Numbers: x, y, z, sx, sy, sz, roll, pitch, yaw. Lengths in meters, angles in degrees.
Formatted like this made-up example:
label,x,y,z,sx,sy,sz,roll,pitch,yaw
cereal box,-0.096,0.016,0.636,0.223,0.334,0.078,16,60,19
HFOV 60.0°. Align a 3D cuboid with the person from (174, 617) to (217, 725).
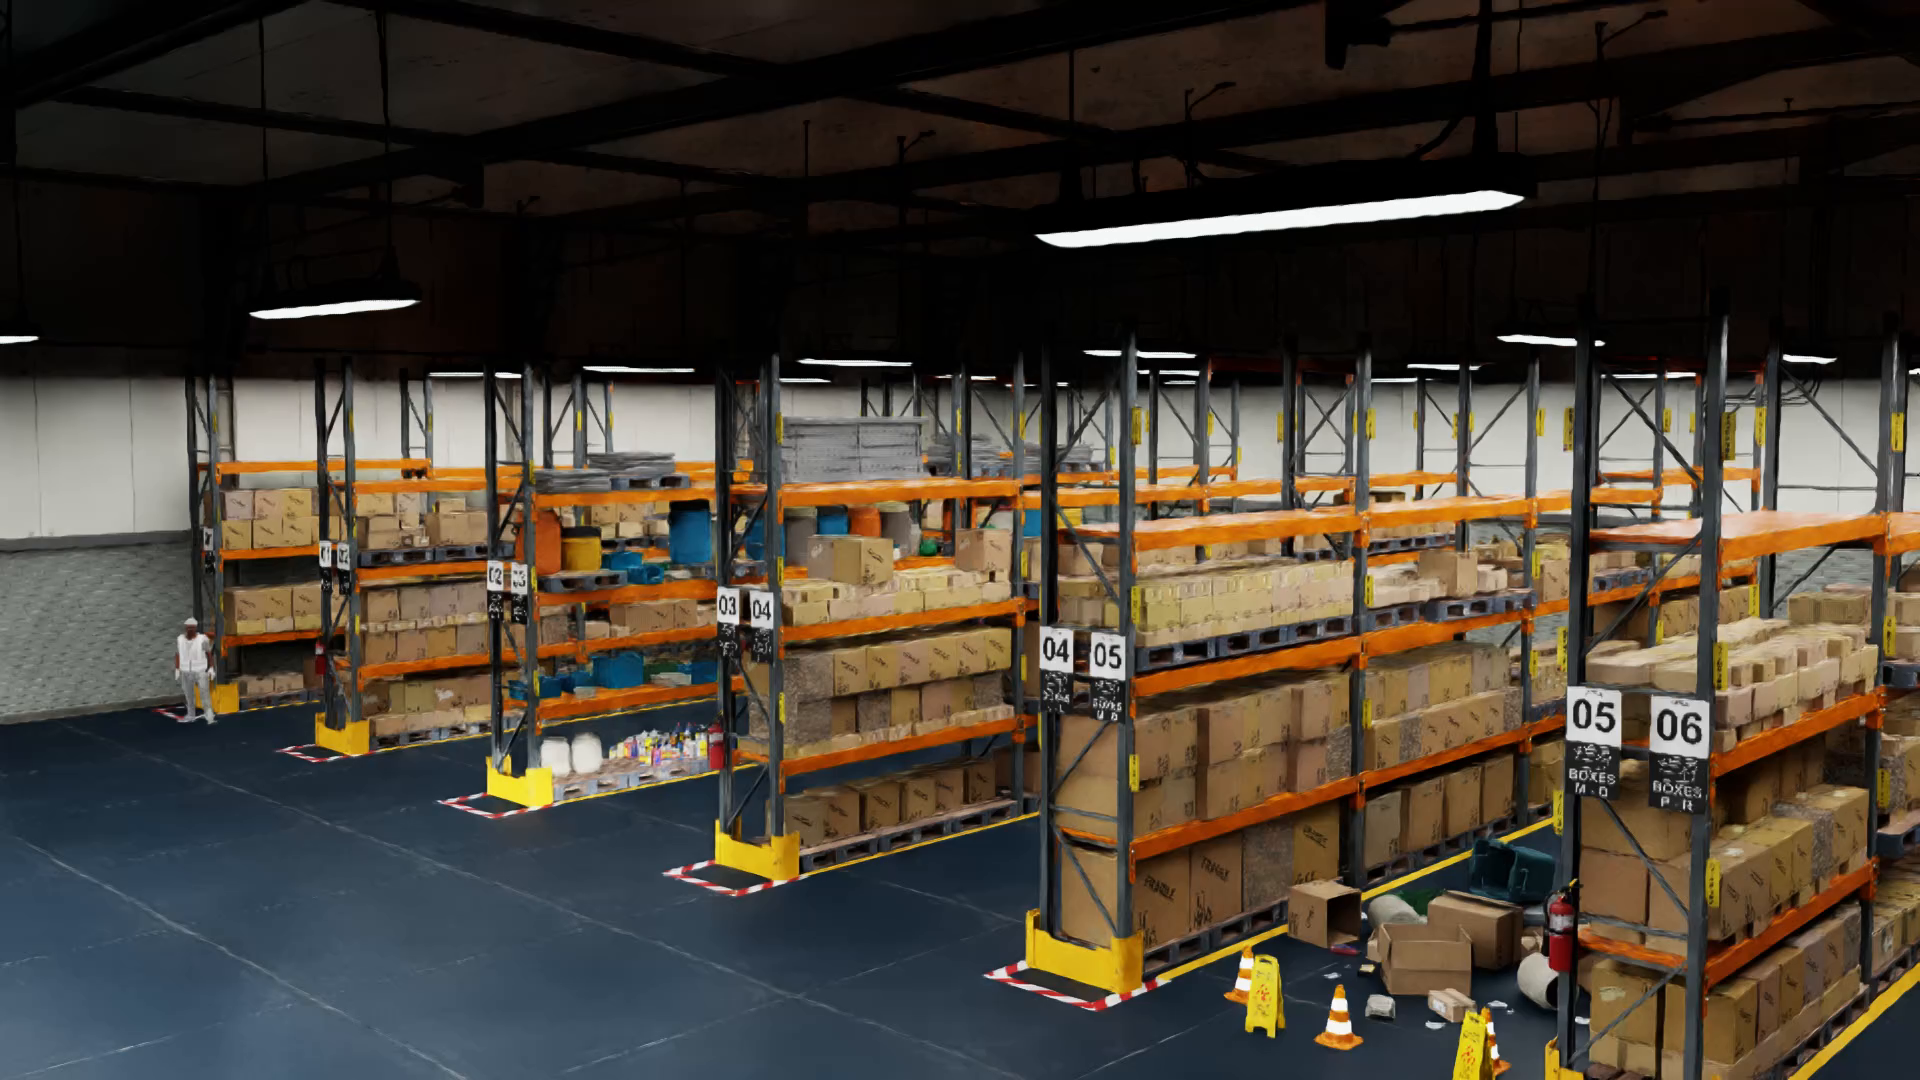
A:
label,x,y,z,sx,sy,sz,roll,pitch,yaw
person,-12.634,2.157,27.503,0.734,1.774,0.576,-1,4,-7
